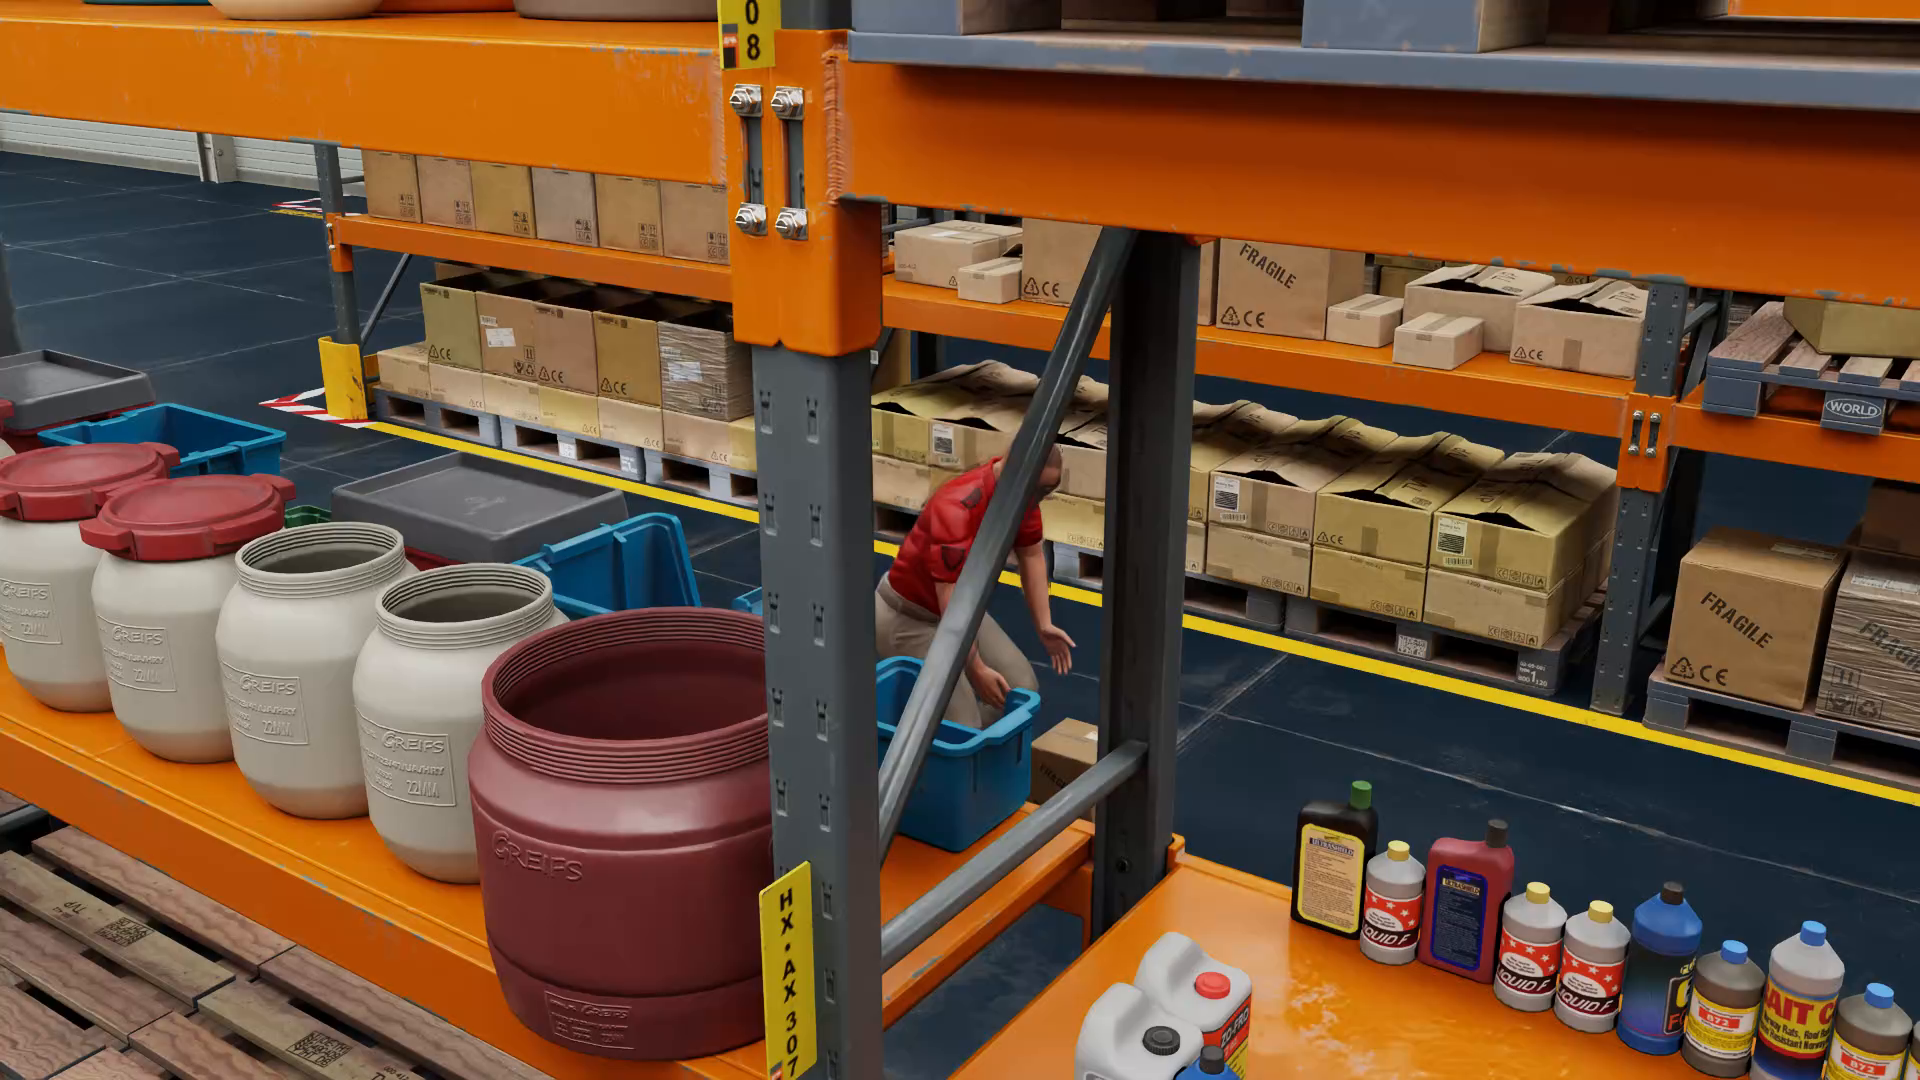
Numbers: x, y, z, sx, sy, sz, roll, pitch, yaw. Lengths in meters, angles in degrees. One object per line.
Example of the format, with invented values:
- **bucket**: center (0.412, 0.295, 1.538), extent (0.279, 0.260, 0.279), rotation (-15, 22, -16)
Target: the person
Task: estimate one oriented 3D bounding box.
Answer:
- **person**: center (0.037, 0.307, 5.651), extent (0.666, 1.460, 0.589), rotation (13, 23, 32)
